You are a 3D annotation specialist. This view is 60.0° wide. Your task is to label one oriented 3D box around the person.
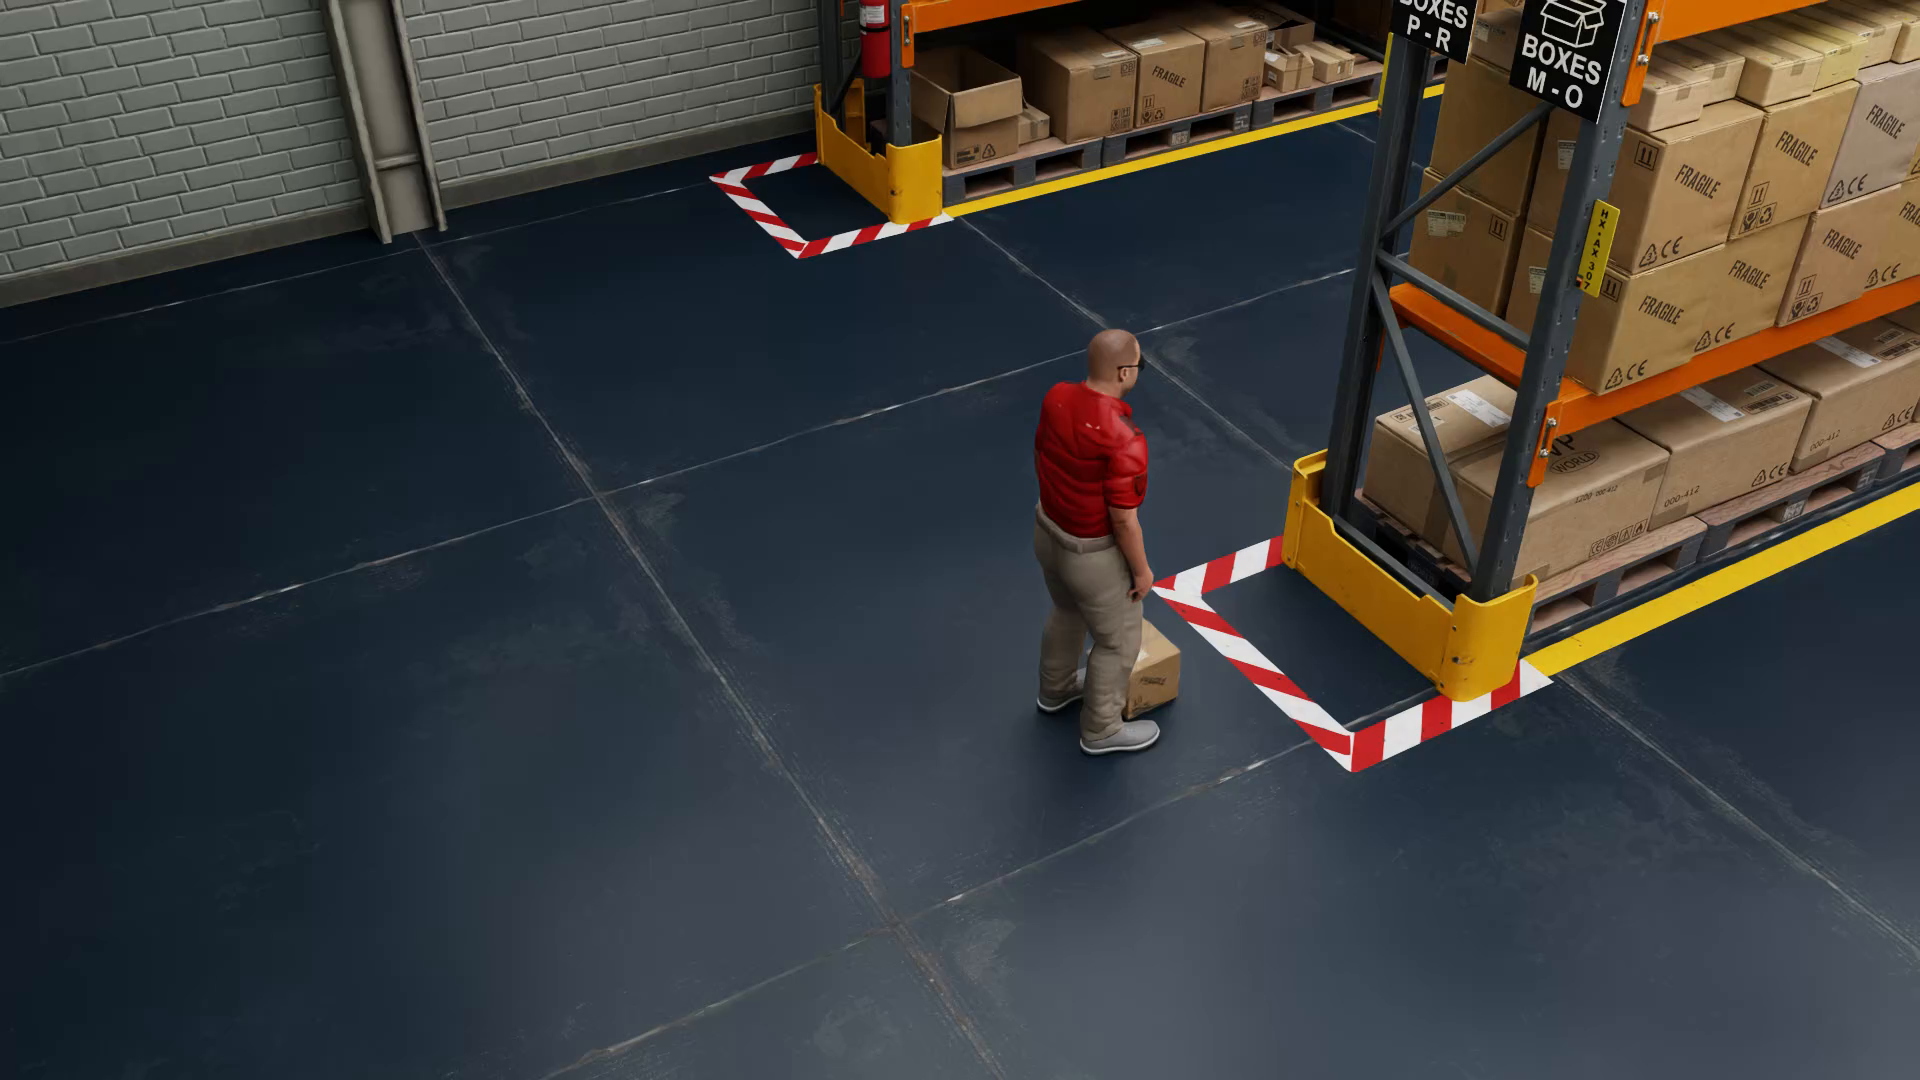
[{"bbox_3d":[0.493,0.010,6.146,0.390,1.726,0.578,-21,41,-25],"label":"person"}]
